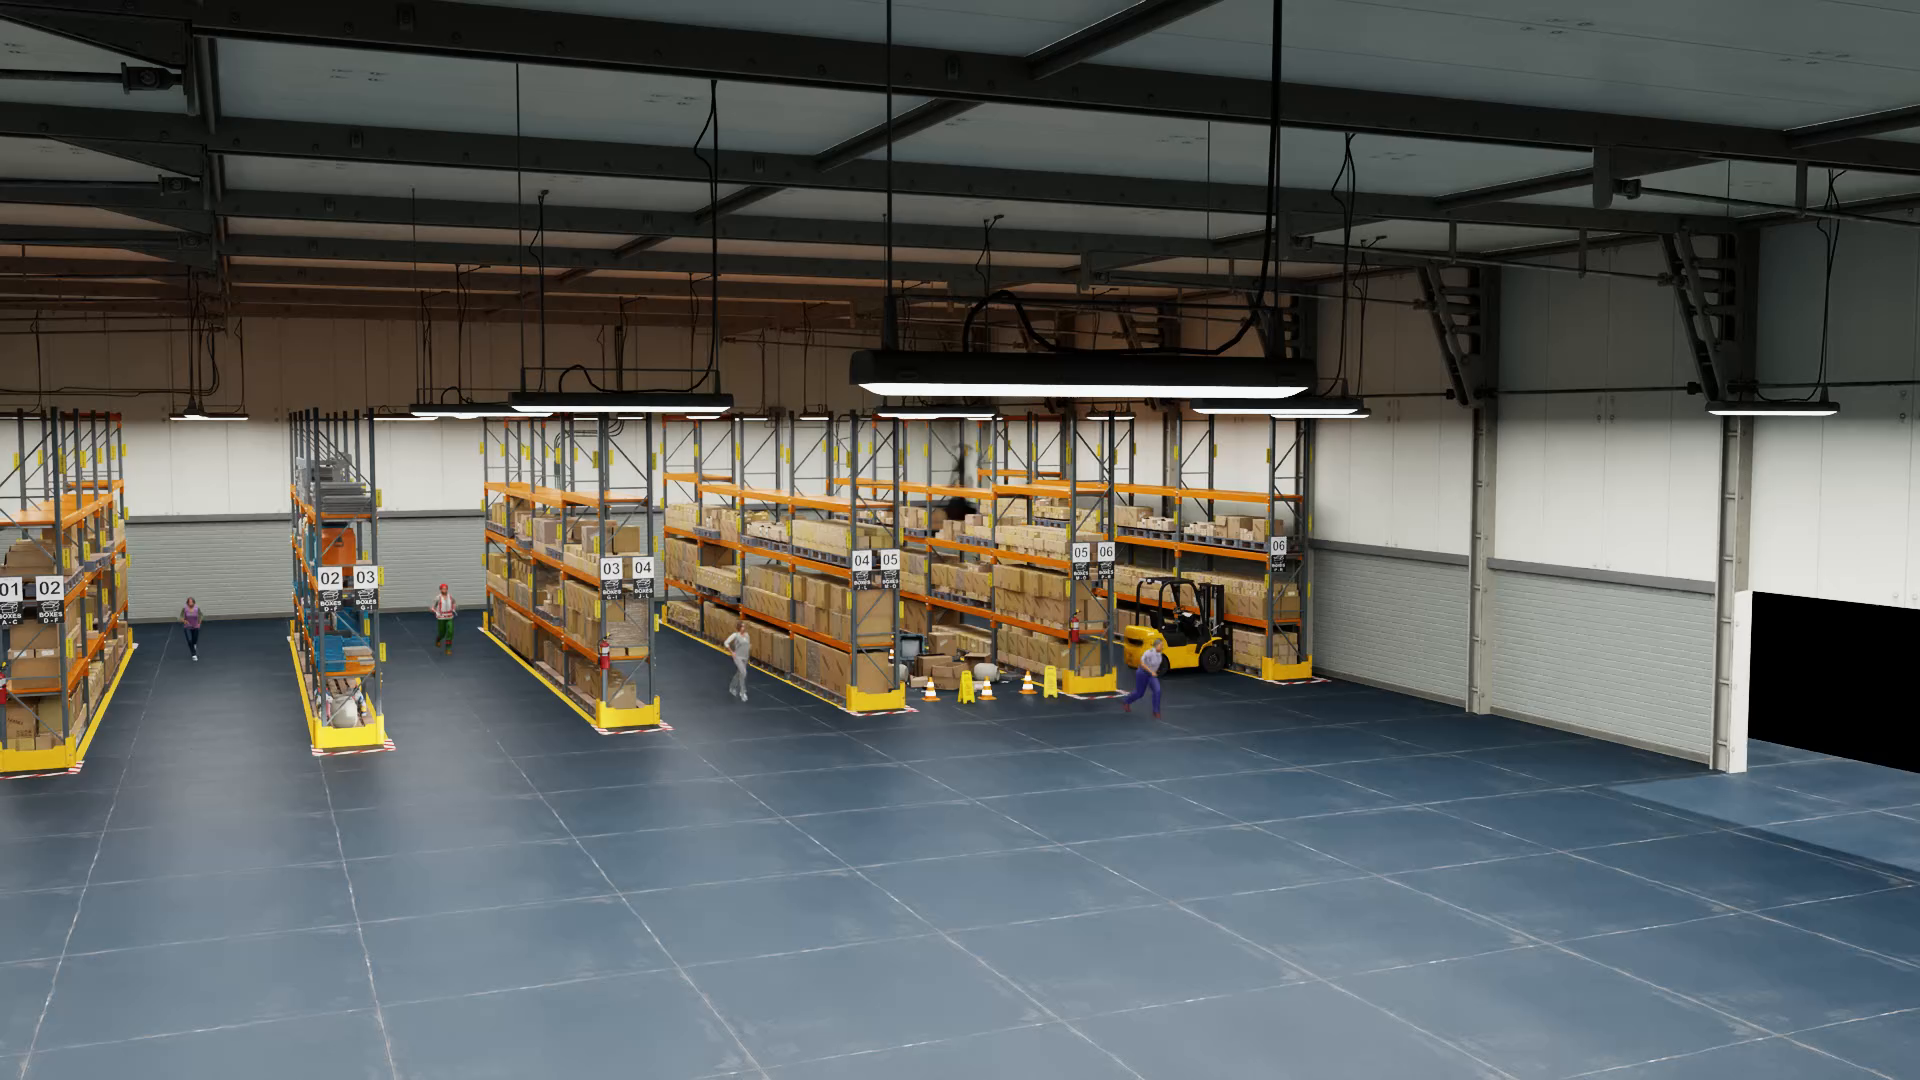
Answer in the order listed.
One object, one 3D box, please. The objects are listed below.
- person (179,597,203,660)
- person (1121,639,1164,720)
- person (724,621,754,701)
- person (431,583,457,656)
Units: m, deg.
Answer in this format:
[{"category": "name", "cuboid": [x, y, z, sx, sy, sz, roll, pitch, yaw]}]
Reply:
[{"category": "person", "cuboid": [-18.651, 2.141, 40.366, 0.522, 1.543, 0.681, -2, 4, -23]}, {"category": "person", "cuboid": [3.581, 2.692, 32.427, 0.974, 1.612, 0.641, 3, 5, 39]}, {"category": "person", "cuboid": [-4.564, 2.507, 34.532, 0.736, 1.647, 0.522, 3, 5, 39]}, {"category": "person", "cuboid": [-12.787, 1.957, 41.259, 0.657, 1.771, 0.863, -3, 5, -36]}]
